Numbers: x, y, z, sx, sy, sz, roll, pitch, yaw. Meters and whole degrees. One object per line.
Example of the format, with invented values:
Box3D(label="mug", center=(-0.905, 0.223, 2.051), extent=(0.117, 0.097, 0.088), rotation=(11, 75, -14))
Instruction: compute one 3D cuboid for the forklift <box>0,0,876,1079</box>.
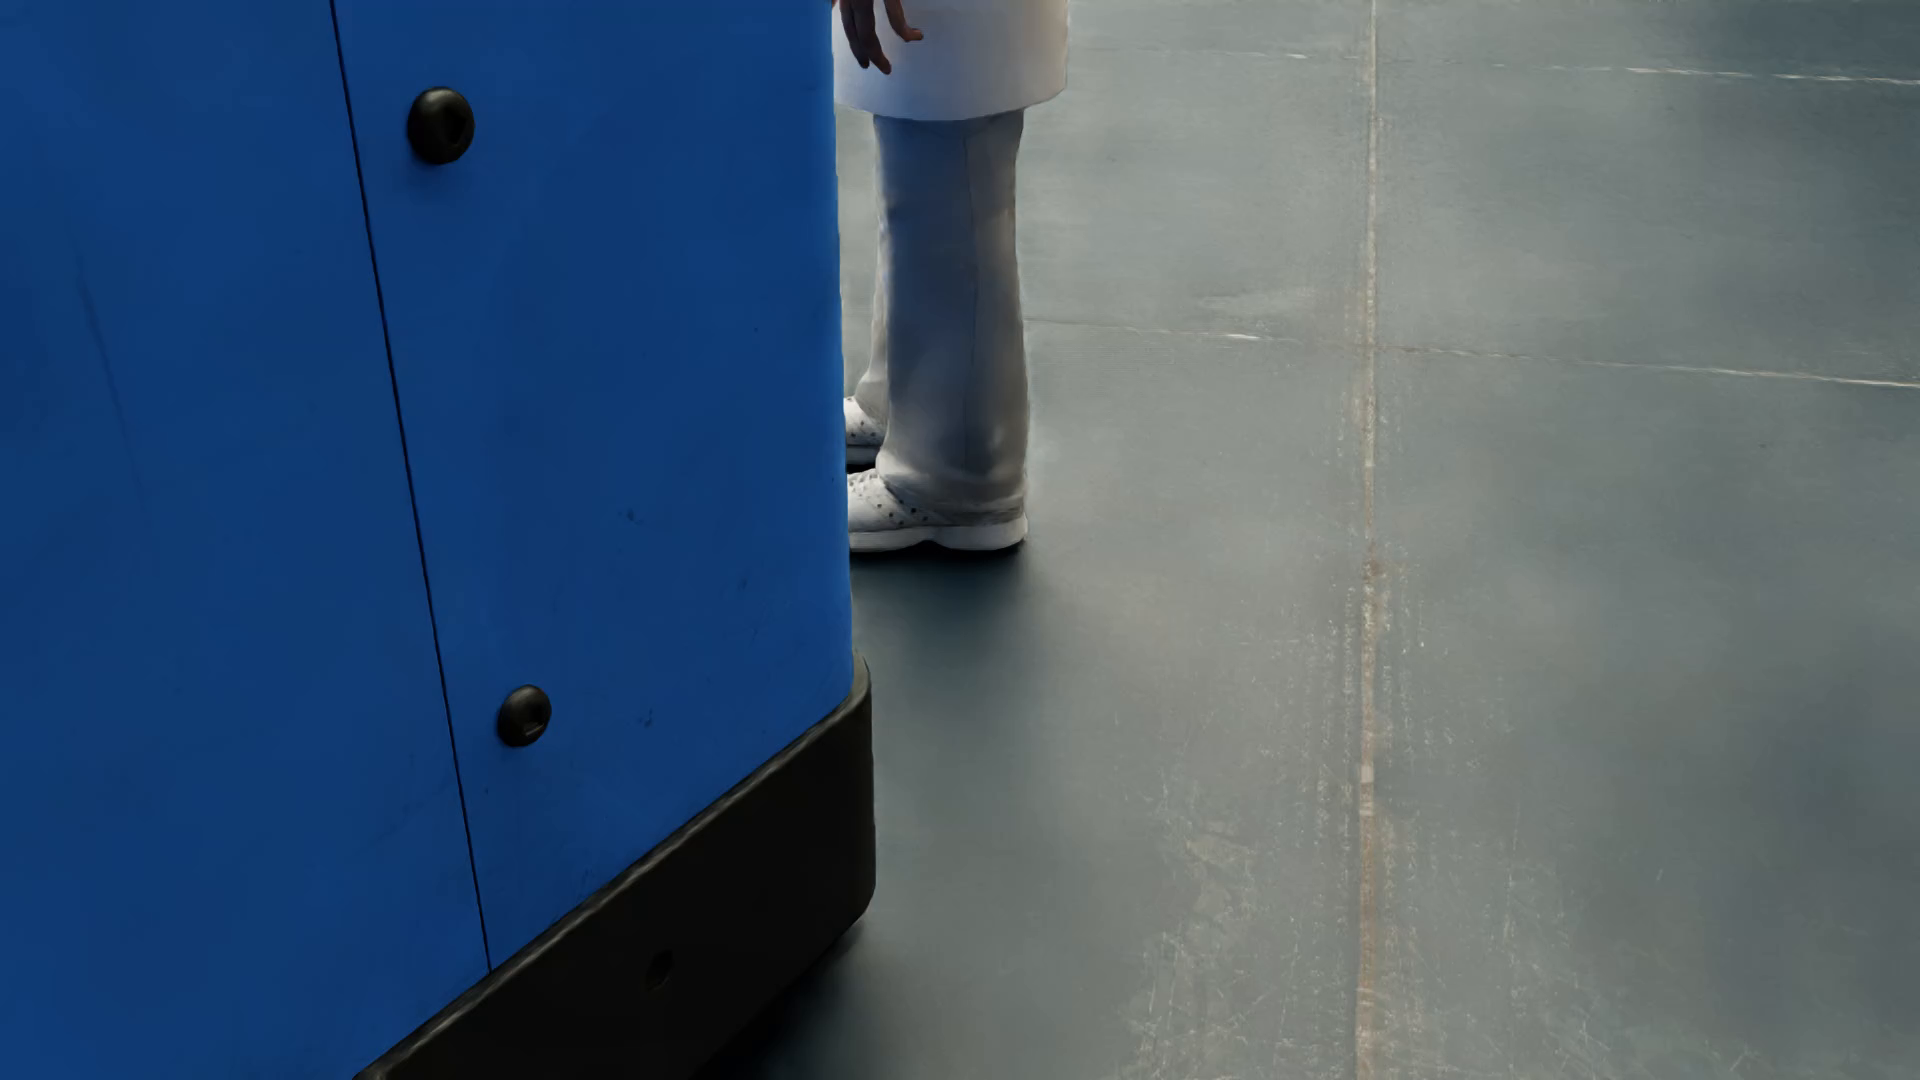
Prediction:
Box3D(label="forklift", center=(-1.601, -1.084, 1.395), extent=(3.031, 2.935, 1.130), rotation=(16, 31, 29))

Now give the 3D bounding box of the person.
Box3D(label="person", center=(-0.088, -0.826, 2.111), extent=(0.579, 1.742, 0.694), rotation=(6, 27, 11))
